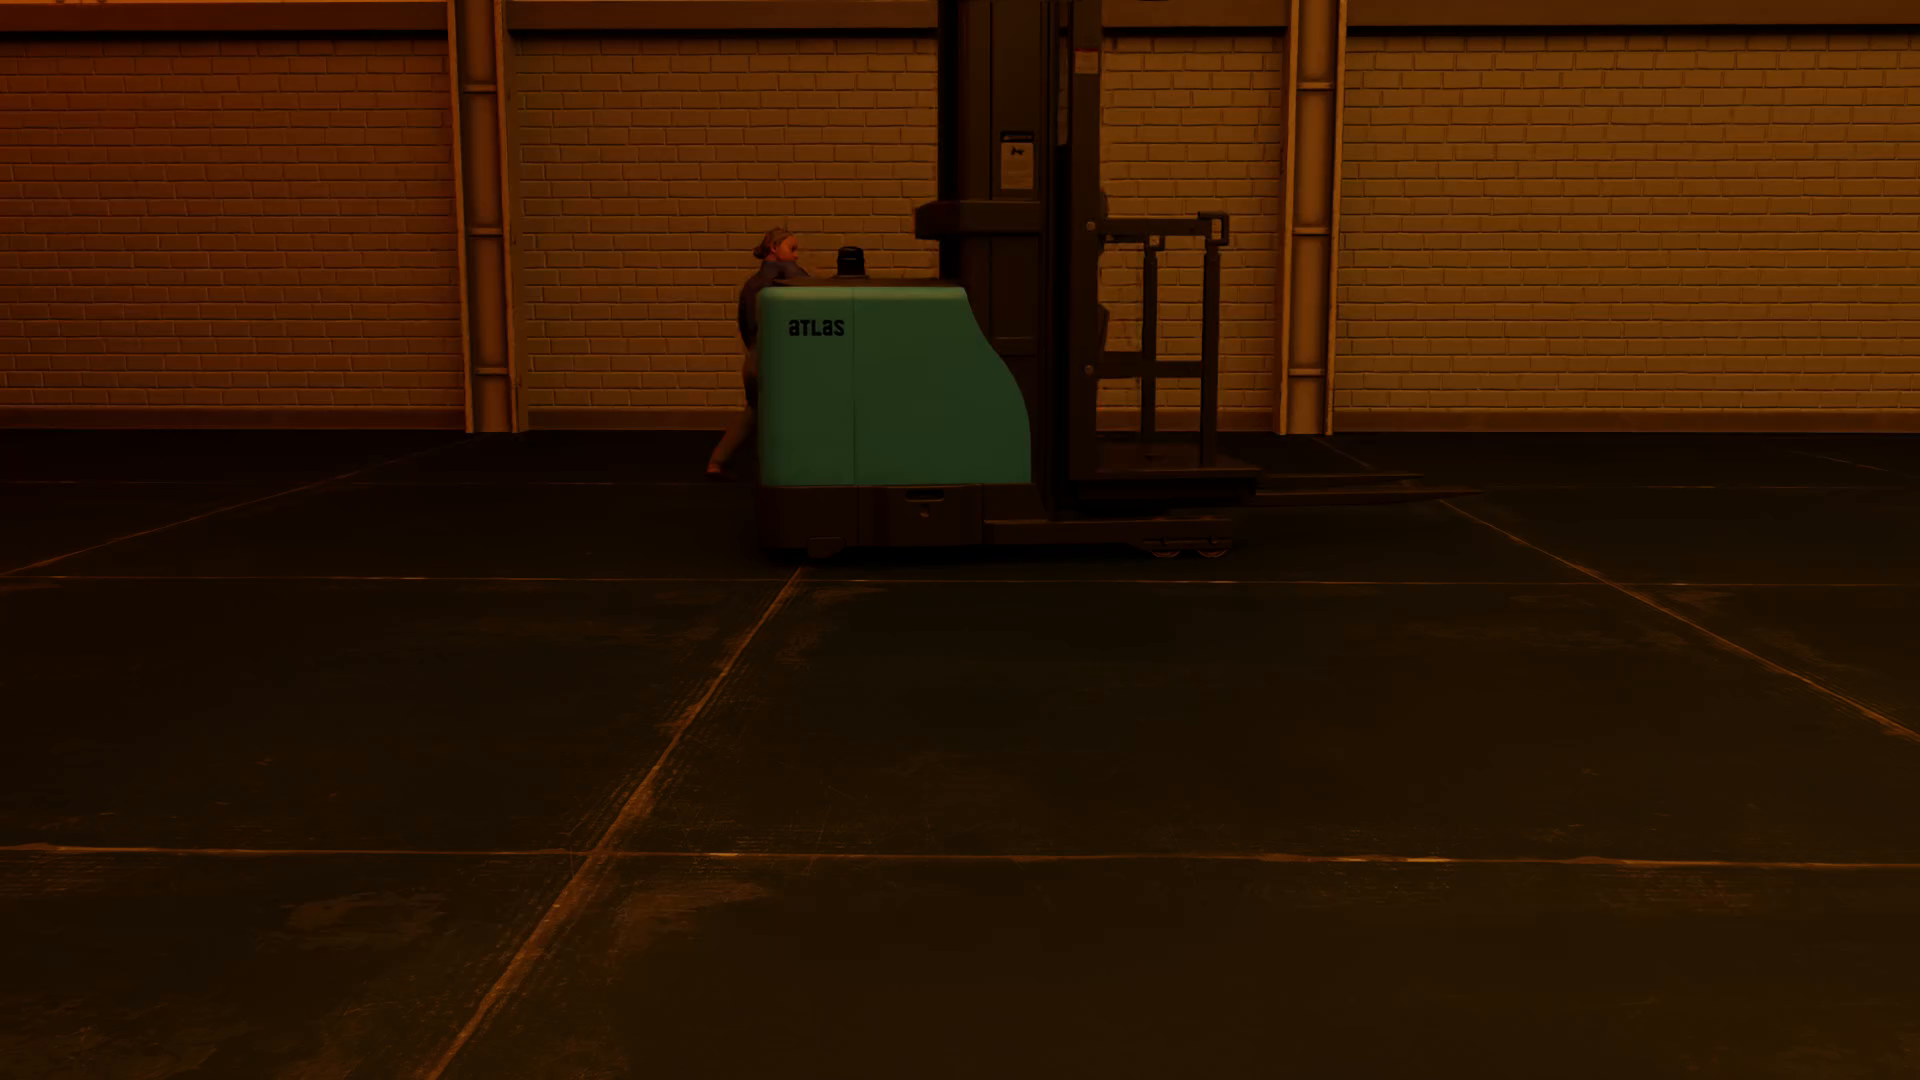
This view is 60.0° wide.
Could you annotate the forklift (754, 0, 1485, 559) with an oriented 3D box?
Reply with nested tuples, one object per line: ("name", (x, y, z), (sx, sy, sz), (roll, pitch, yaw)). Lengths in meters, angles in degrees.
("forklift", (0.661, -1.451, 6.918), (3.031, 2.935, 1.130), (-1, 9, -8))

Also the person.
("person", (-0.987, -0.985, 9.142), (0.855, 1.443, 0.716), (5, 10, 27))
